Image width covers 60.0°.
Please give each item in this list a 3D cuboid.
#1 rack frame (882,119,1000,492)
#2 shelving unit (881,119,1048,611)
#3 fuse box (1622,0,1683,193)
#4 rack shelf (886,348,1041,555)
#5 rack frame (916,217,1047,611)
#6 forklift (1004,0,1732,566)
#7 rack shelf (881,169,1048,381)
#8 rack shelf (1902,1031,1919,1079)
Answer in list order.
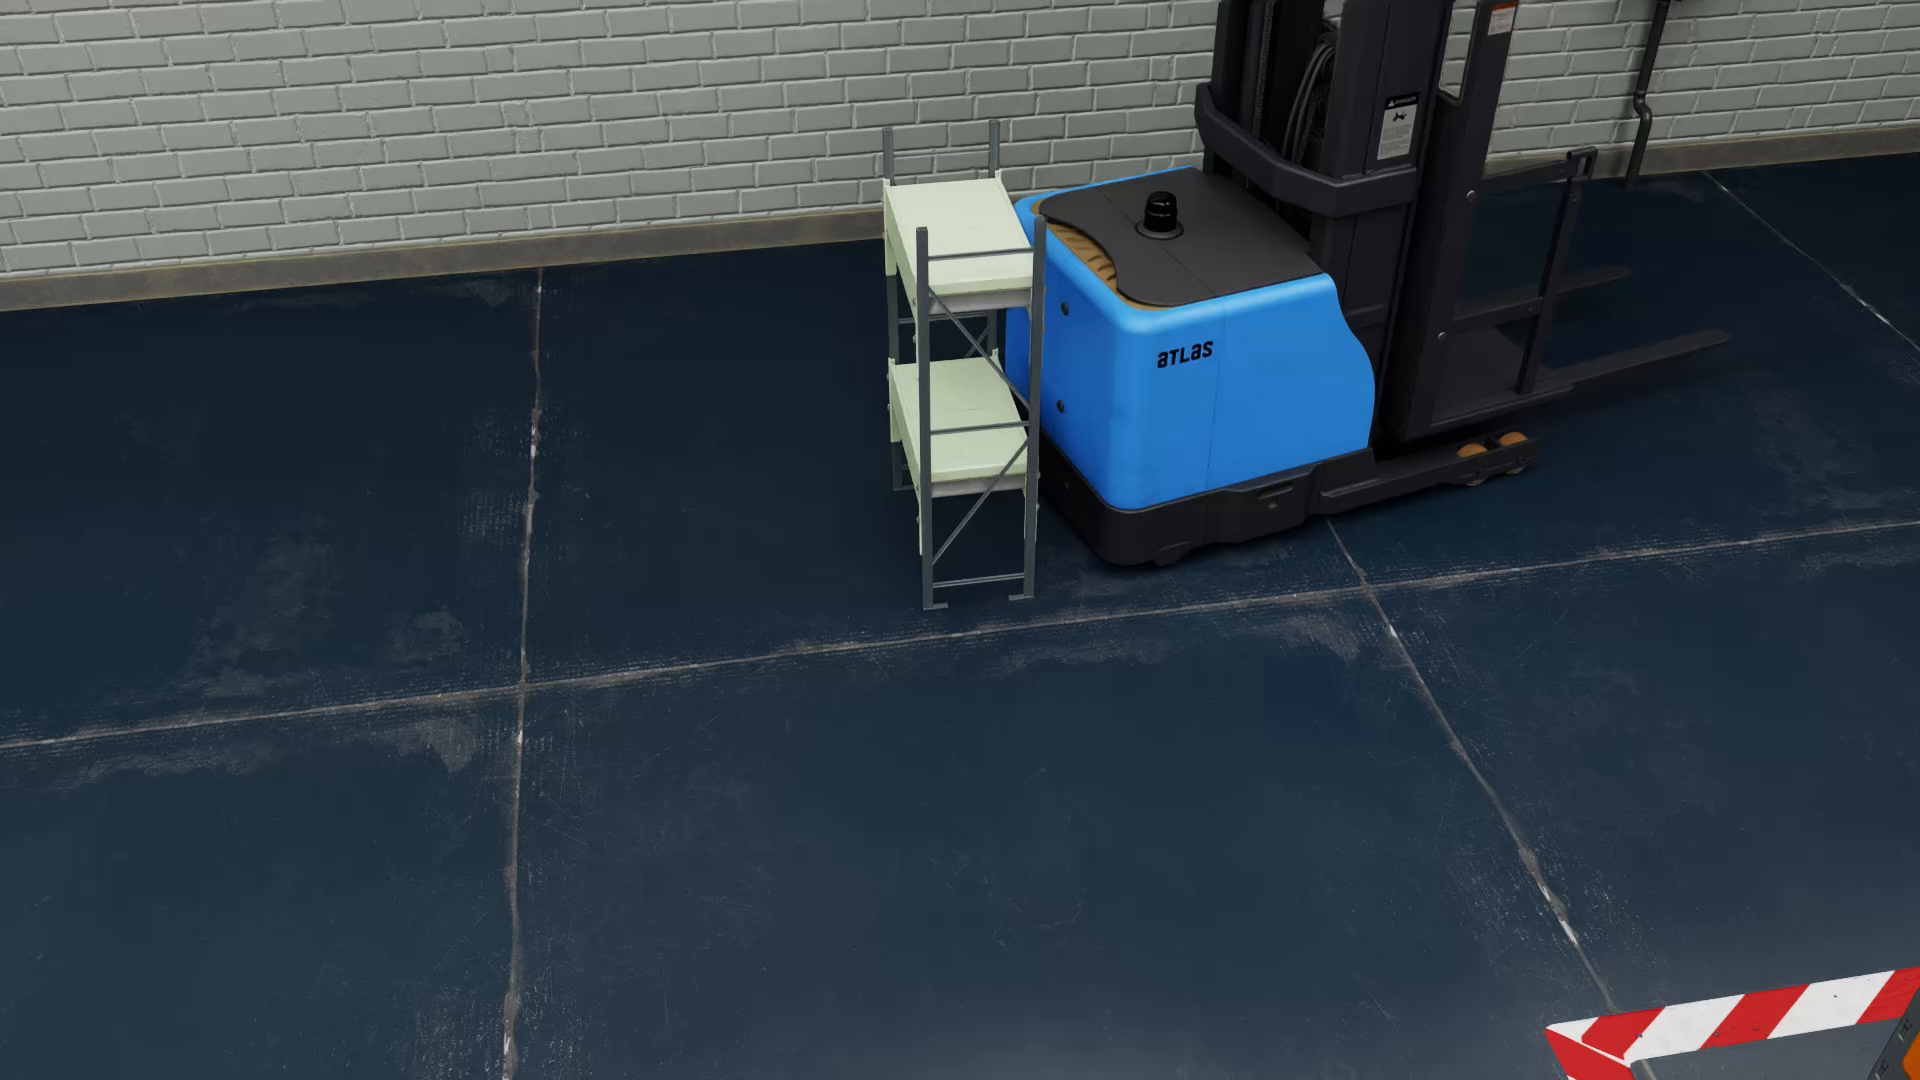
[{"bbox_3d":[-0.063,-0.809,6.069,0.400,1.500,0.023,-6,38,-8],"label":"rack frame"},{"bbox_3d":[0.001,-0.588,5.785,0.431,1.500,0.755,-6,38,-8],"label":"shelving unit"},{"bbox_3d":[3.474,-2.464,8.027,0.539,1.711,0.414,-6,38,-8],"label":"fuse box"},{"bbox_3d":[0.001,-0.331,5.985,0.431,0.370,0.720,-6,38,-8],"label":"rack shelf"},{"bbox_3d":[0.065,-0.367,5.500,0.400,1.500,0.023,-6,38,-8],"label":"rack frame"},{"bbox_3d":[1.726,-1.653,5.988,3.031,2.935,1.130,-15,40,-18],"label":"forklift"},{"bbox_3d":[0.001,-0.896,5.545,0.431,0.370,0.720,-6,38,-8],"label":"rack shelf"},{"bbox_3d":[2.742,2.060,1.740,1.077,0.370,4.000,-6,38,-8],"label":"rack shelf"}]
